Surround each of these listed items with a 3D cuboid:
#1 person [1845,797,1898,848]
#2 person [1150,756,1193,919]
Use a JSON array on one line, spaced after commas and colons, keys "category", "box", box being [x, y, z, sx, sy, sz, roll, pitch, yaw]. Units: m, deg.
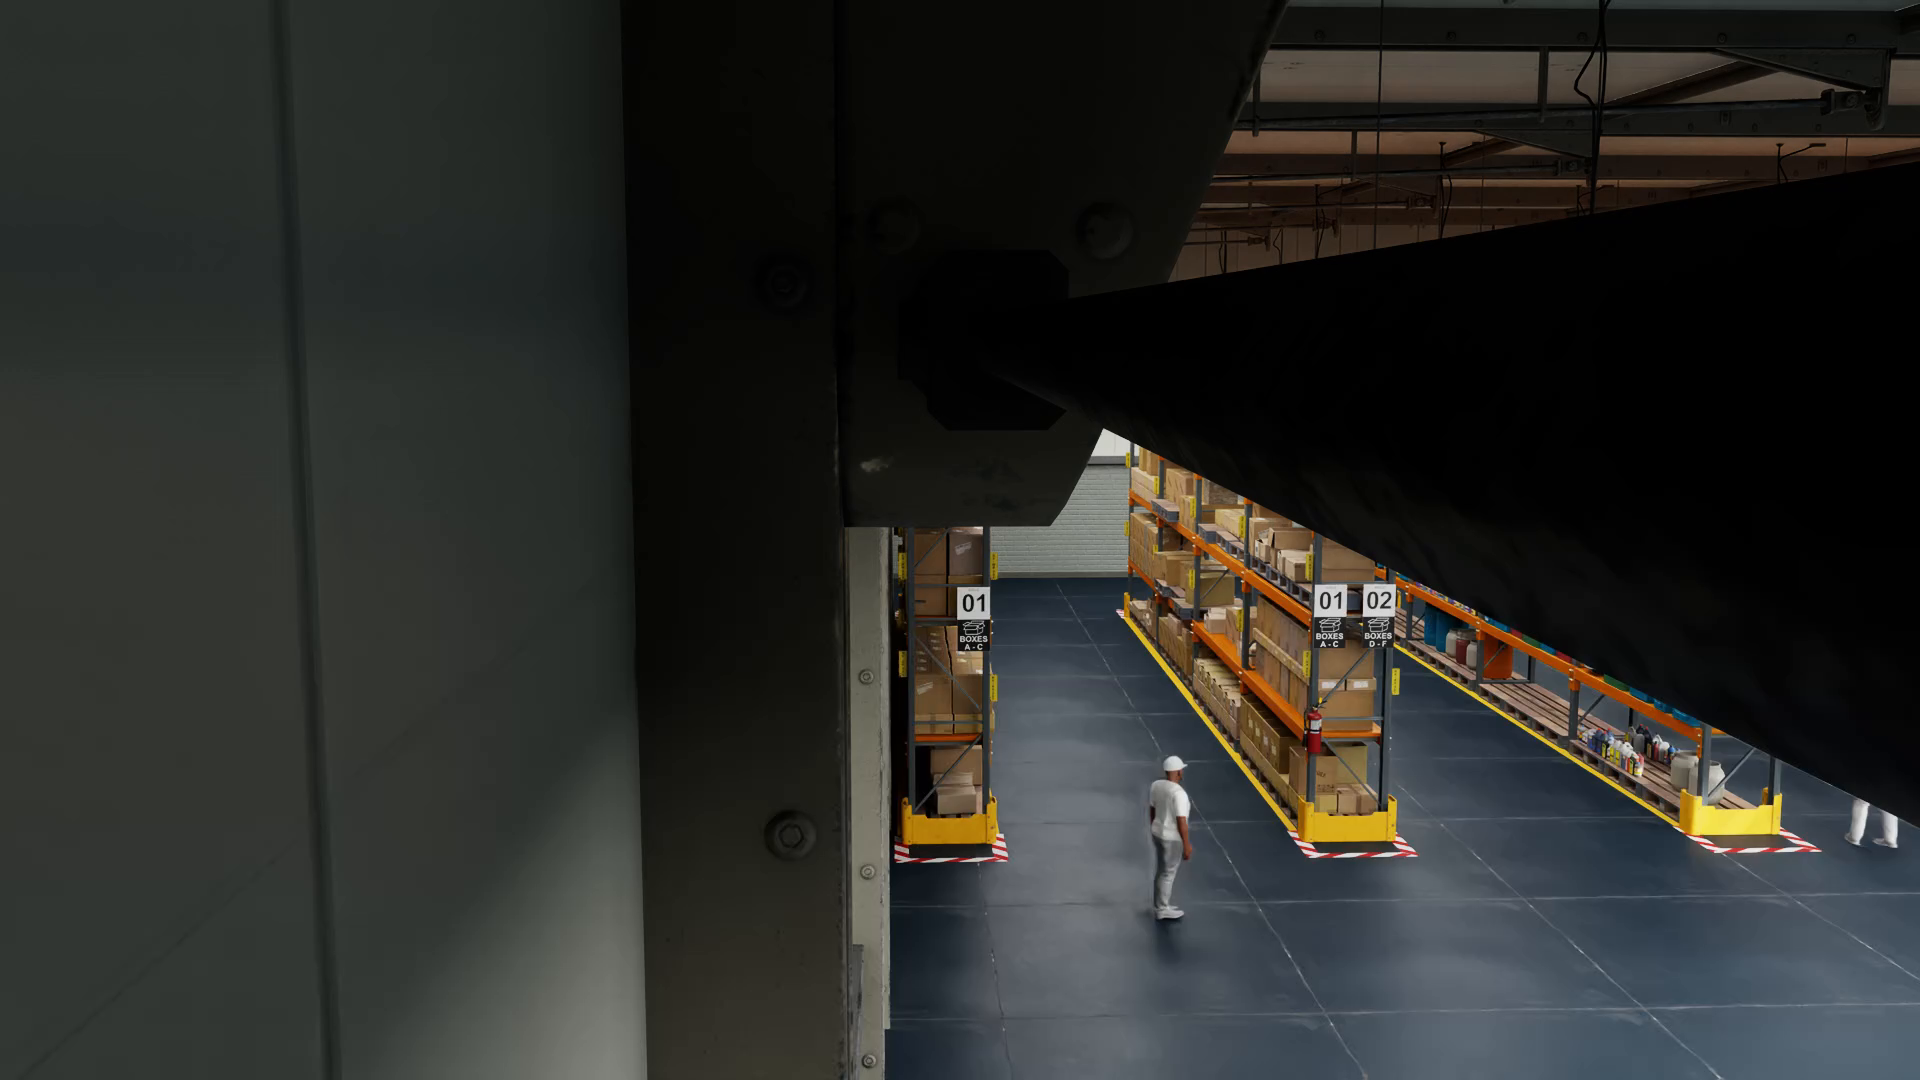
[{"category": "person", "box": [11.191, 2.884, 20.301, 0.575, 1.754, 0.487, 1, 7, 8]}, {"category": "person", "box": [2.280, 3.201, 17.844, 0.439, 1.796, 0.672, -3, 8, -25]}]
